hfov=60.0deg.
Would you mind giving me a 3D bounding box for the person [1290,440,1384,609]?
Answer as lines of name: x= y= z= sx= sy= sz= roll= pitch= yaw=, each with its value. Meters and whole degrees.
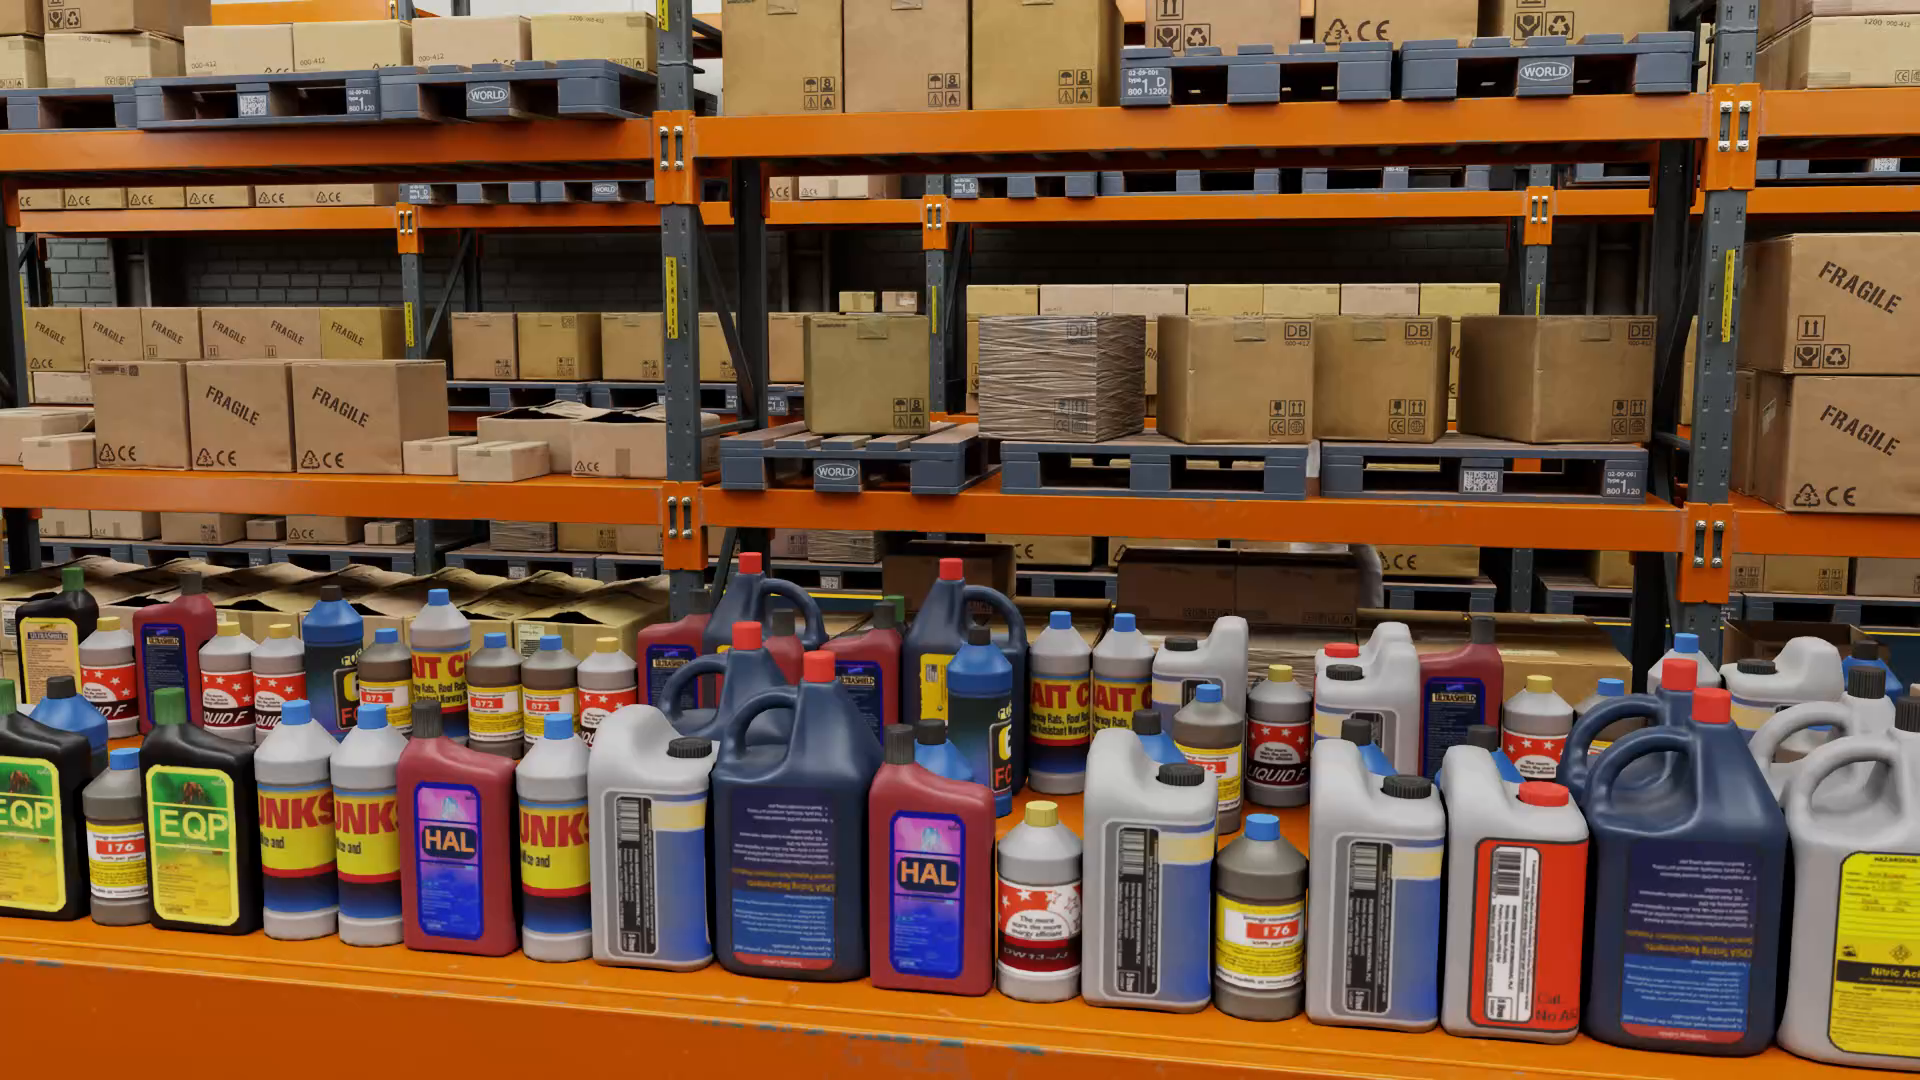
person: x=2.107 y=-0.111 z=9.248 sx=0.765 sy=1.834 sz=0.643 roll=3 pitch=8 yaw=21
